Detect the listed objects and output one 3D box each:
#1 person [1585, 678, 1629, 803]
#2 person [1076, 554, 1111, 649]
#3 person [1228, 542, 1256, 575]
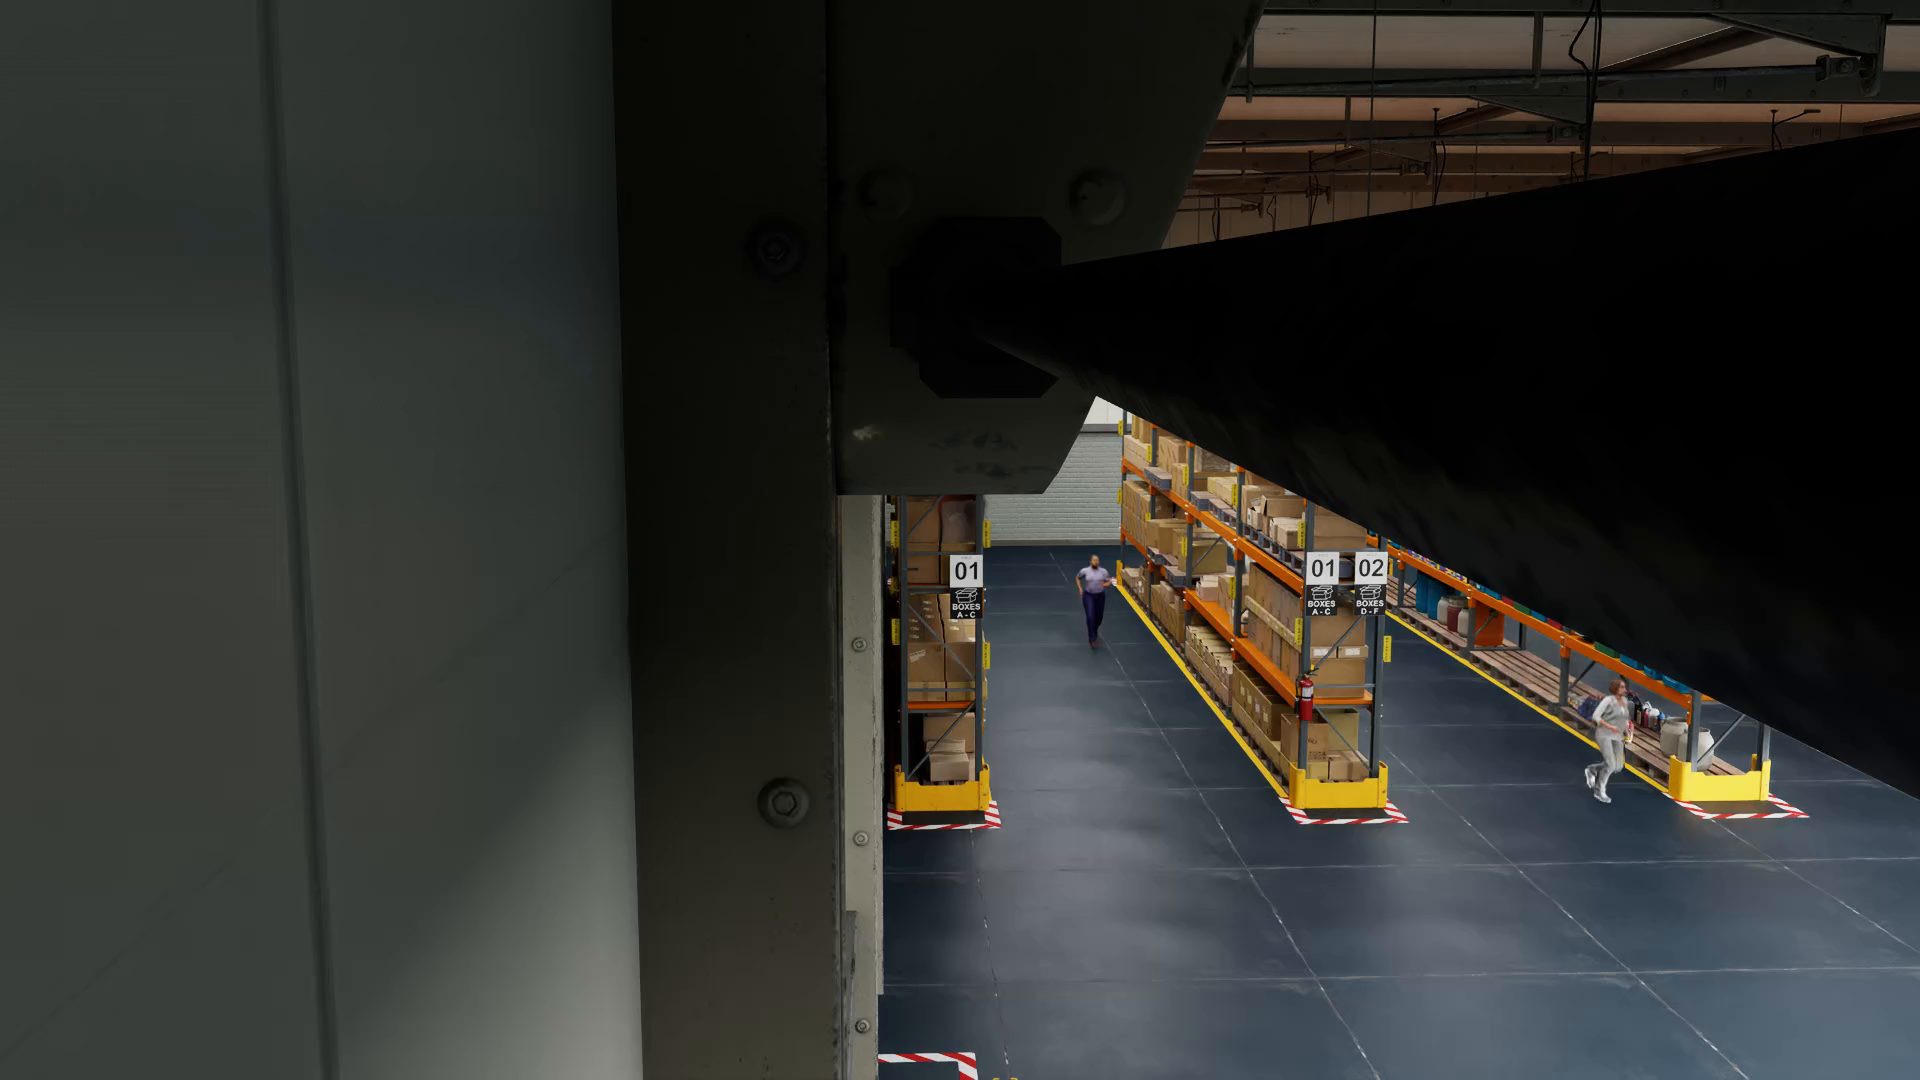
[{"bbox_3d":[8.201,2.548,20.993,0.569,1.465,0.595,-4,9,-24],"label":"person"},{"bbox_3d":[2.430,1.073,30.082,0.601,1.645,0.918,-1,9,-9],"label":"person"},{"bbox_3d":[6.040,0.313,35.149,0.753,1.702,0.570,-2,9,-10],"label":"person"}]
